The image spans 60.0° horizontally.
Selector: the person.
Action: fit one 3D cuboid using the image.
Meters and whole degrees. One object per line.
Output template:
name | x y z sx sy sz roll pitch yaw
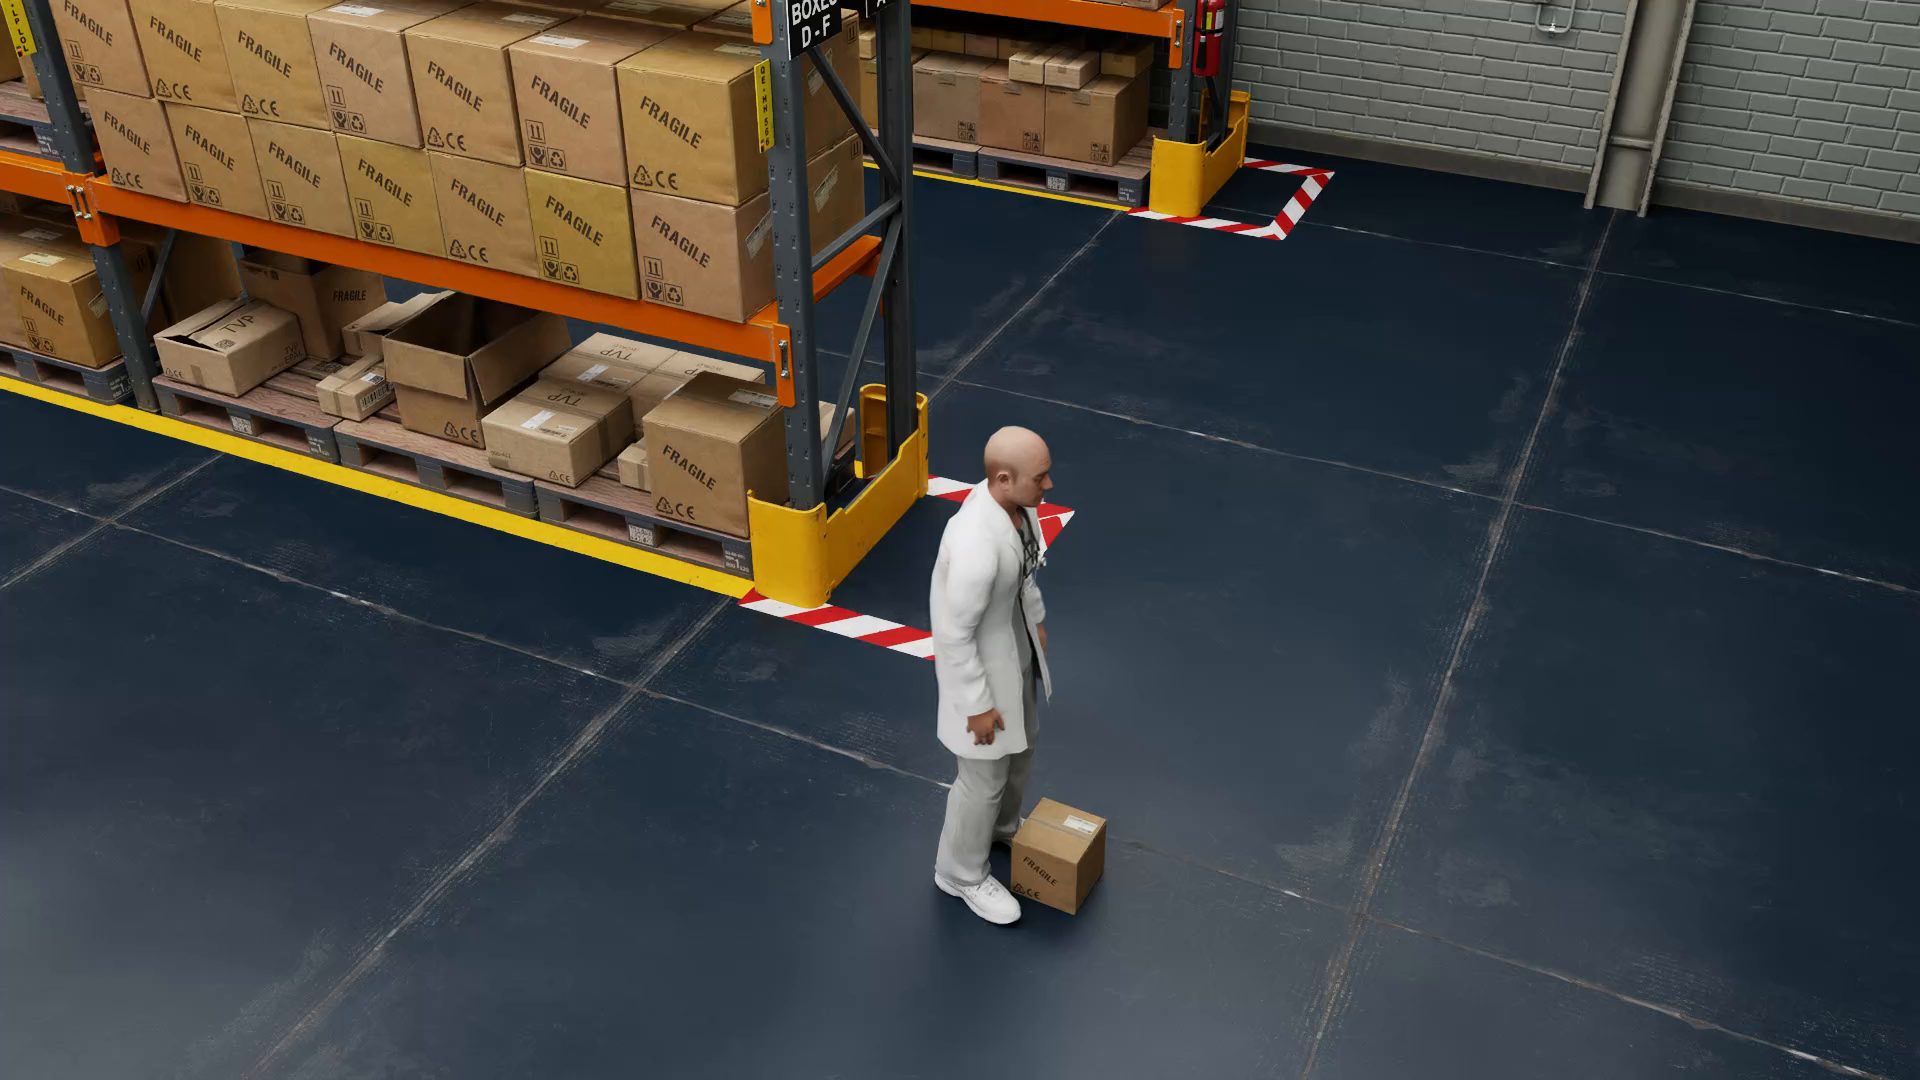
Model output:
person | 0.124 0.409 5.529 0.420 1.775 0.654 12 35 18
